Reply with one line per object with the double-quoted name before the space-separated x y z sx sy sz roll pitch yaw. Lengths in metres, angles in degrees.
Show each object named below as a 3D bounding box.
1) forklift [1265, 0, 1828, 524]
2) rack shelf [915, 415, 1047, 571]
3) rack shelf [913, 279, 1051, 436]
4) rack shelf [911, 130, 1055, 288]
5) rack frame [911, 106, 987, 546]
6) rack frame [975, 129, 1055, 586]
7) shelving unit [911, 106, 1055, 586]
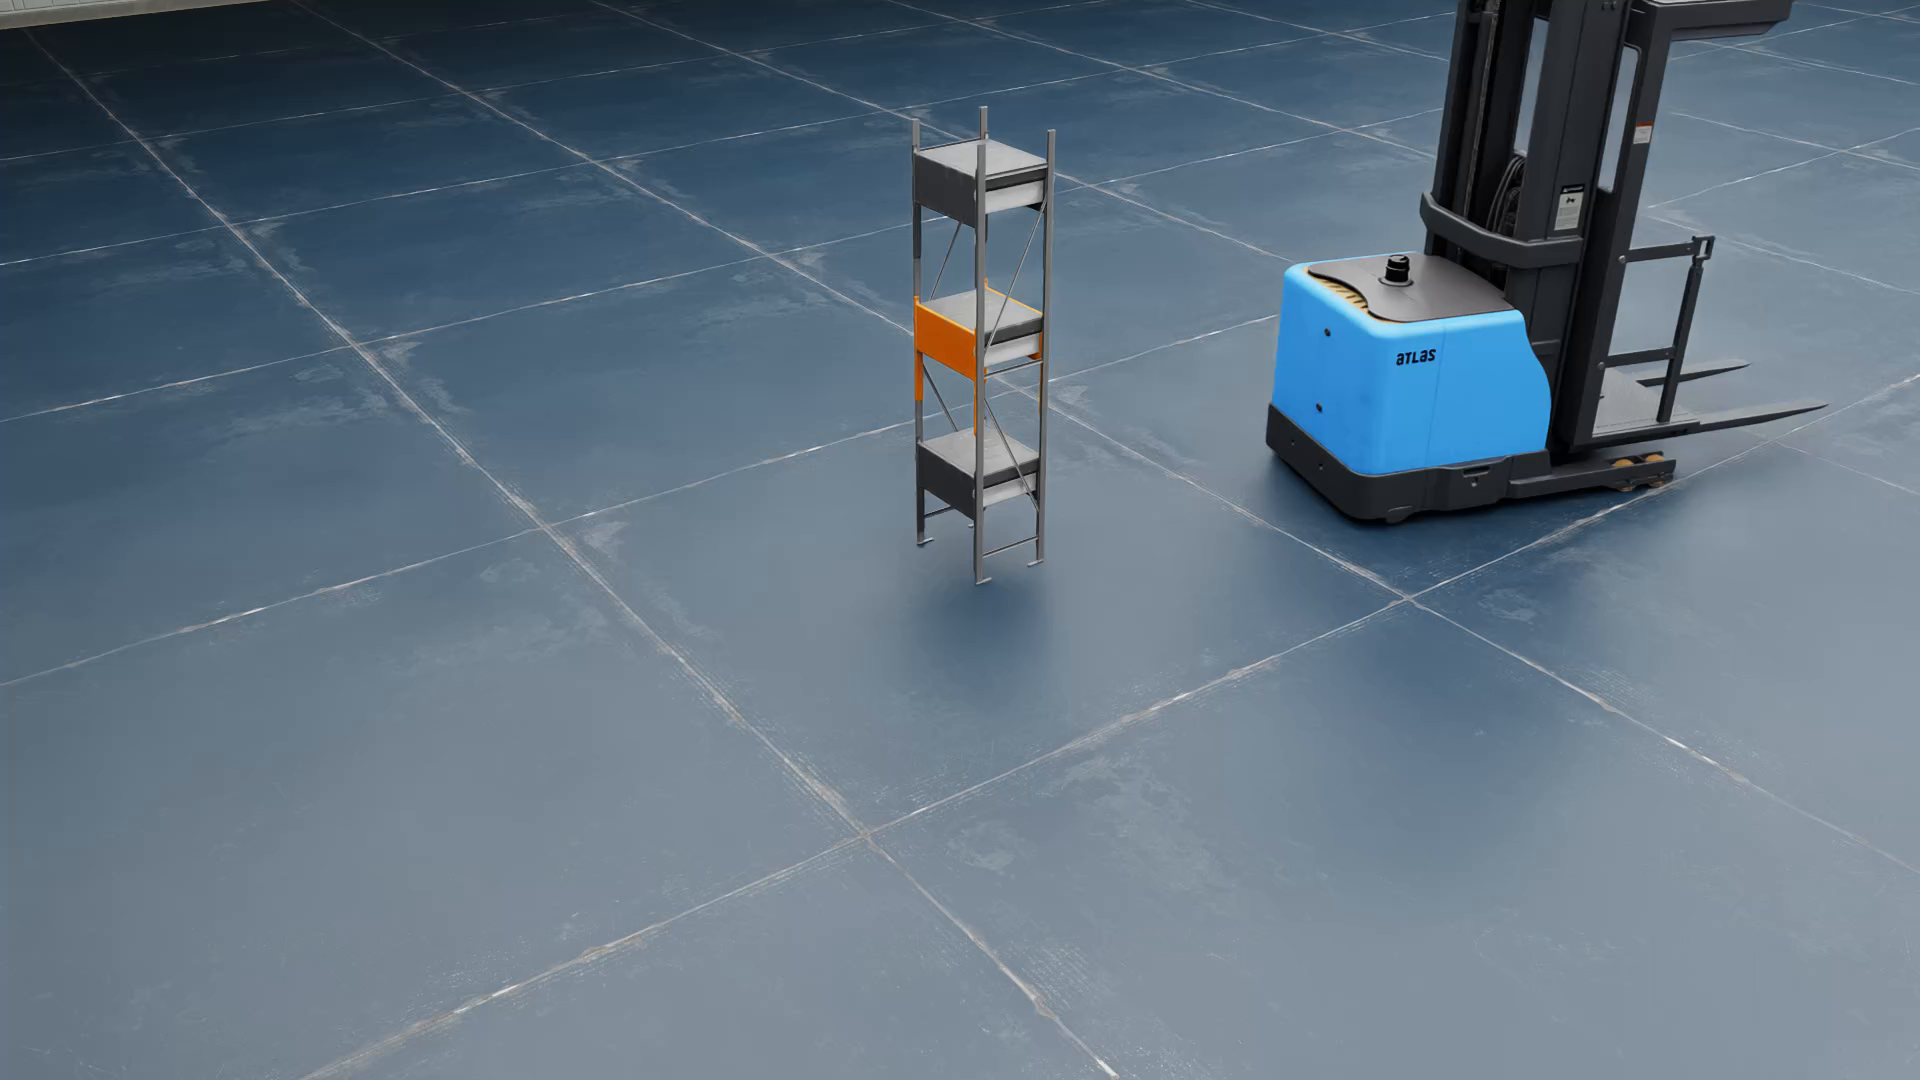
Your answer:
"forklift" 3.243 -1.771 8.440 3.031 2.935 1.130 -9 30 -16
"rack shelf" 0.096 -0.231 7.971 0.431 0.518 0.480 -19 34 -31
"rack shelf" 0.096 -0.846 7.637 0.431 0.518 0.480 -19 34 -31
"rack shelf" 0.096 -1.461 7.303 0.431 0.518 0.480 -19 34 -31
"rack frame" -0.046 -0.953 7.805 0.400 2.100 0.015 -19 34 -31
"rack frame" 0.238 -0.763 7.456 0.400 2.100 0.015 -19 34 -31
"shelving unit" 0.096 -0.858 7.630 0.431 2.100 0.503 -19 34 -31
